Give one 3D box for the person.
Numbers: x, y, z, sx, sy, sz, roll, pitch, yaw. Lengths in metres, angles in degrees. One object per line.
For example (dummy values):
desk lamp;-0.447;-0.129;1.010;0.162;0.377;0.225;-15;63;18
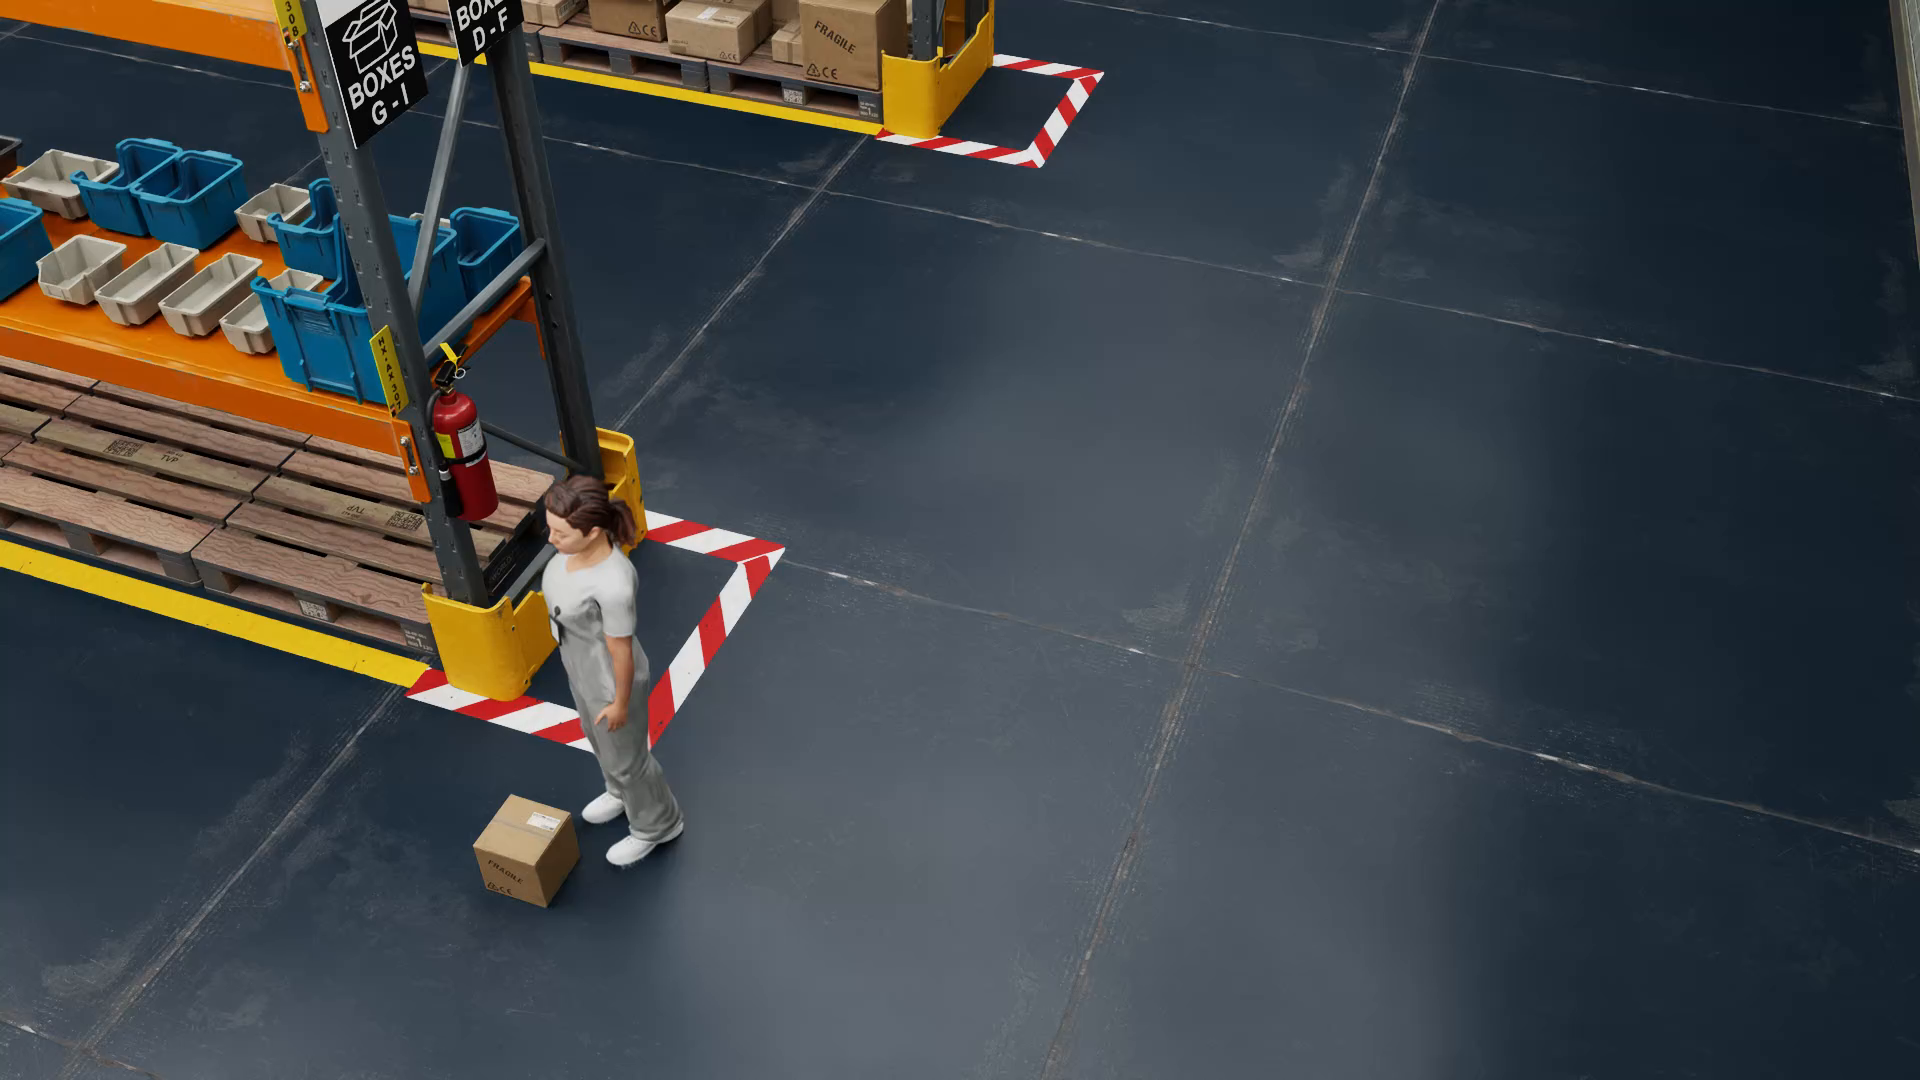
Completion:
person;-1.188;0.444;5.666;0.362;1.672;0.438;-22;46;-23
